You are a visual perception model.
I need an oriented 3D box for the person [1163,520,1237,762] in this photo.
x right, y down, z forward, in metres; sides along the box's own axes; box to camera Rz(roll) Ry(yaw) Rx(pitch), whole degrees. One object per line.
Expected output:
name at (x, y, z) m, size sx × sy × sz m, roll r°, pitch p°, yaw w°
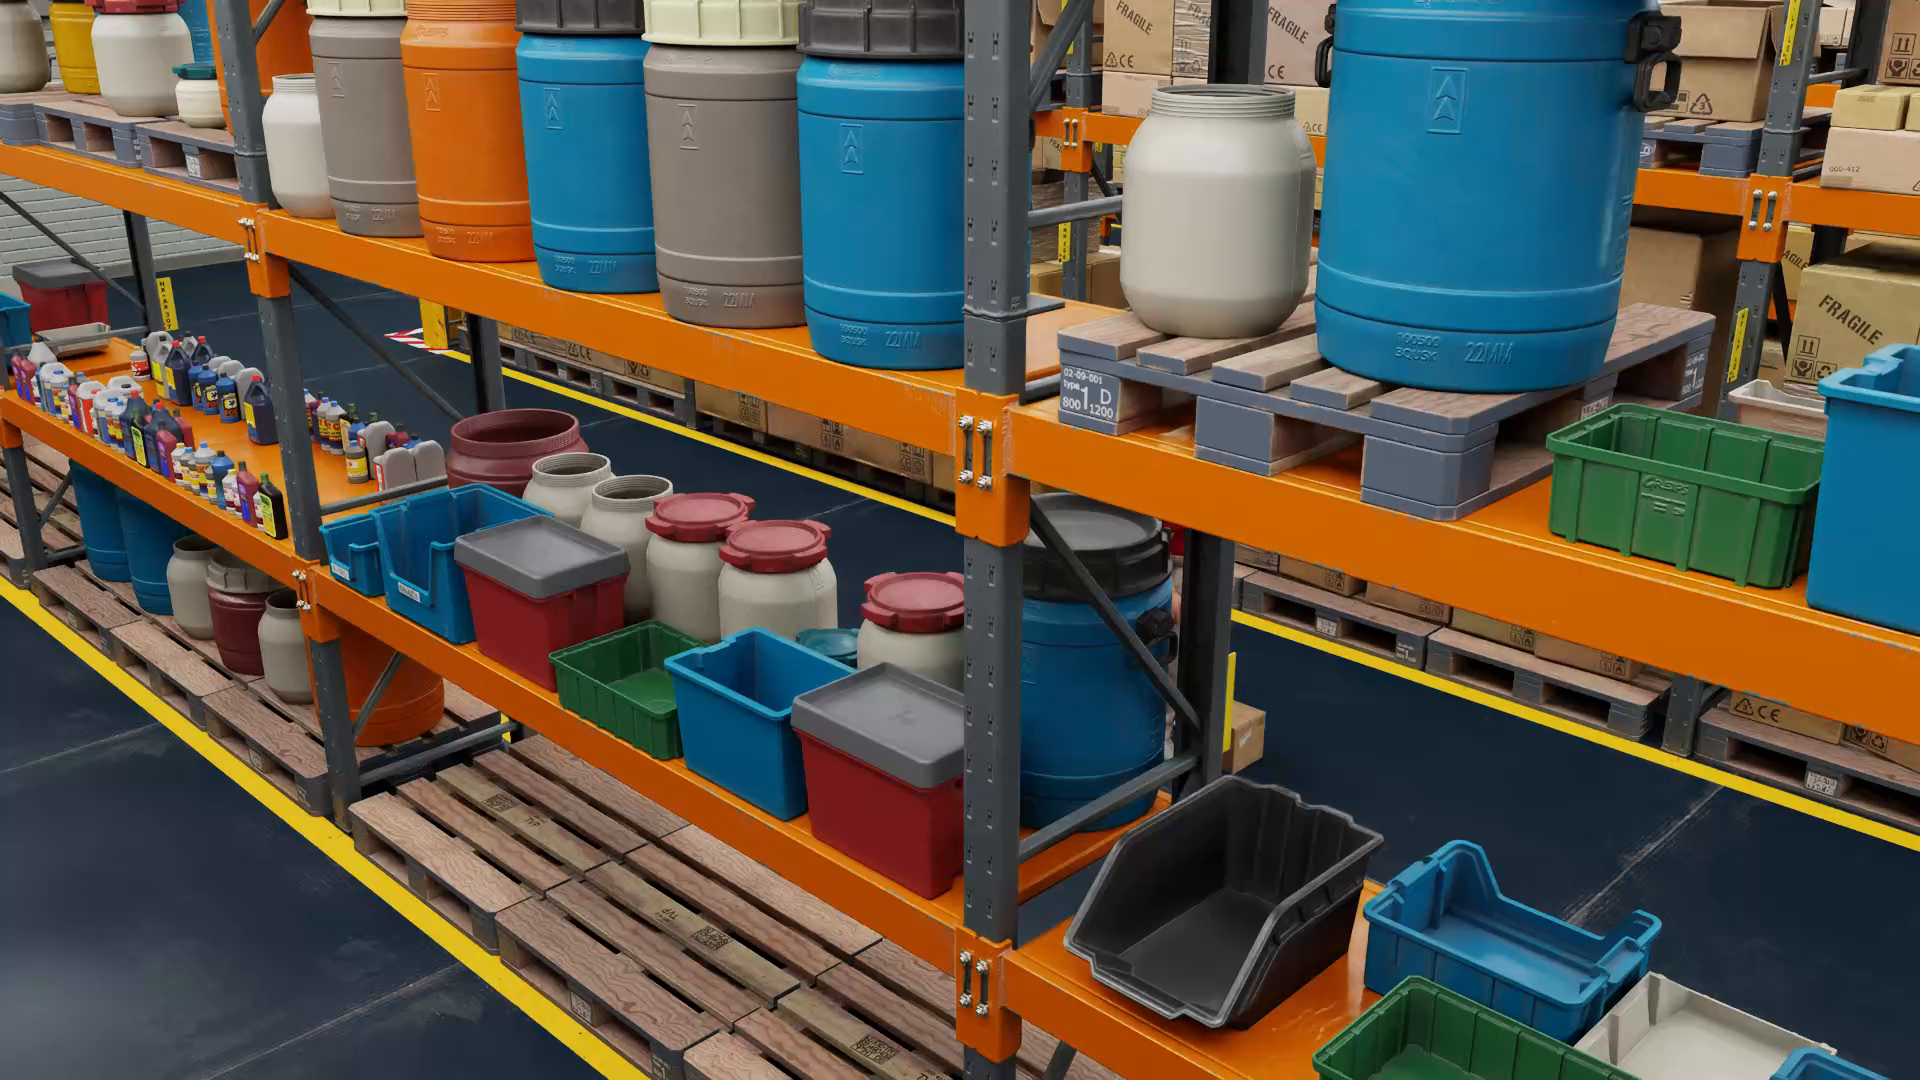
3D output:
person at (1.134, 0.200, 8.058) m, size 0.386 × 1.728 × 0.606 m, roll 17°, pitch 26°, yaw 38°
